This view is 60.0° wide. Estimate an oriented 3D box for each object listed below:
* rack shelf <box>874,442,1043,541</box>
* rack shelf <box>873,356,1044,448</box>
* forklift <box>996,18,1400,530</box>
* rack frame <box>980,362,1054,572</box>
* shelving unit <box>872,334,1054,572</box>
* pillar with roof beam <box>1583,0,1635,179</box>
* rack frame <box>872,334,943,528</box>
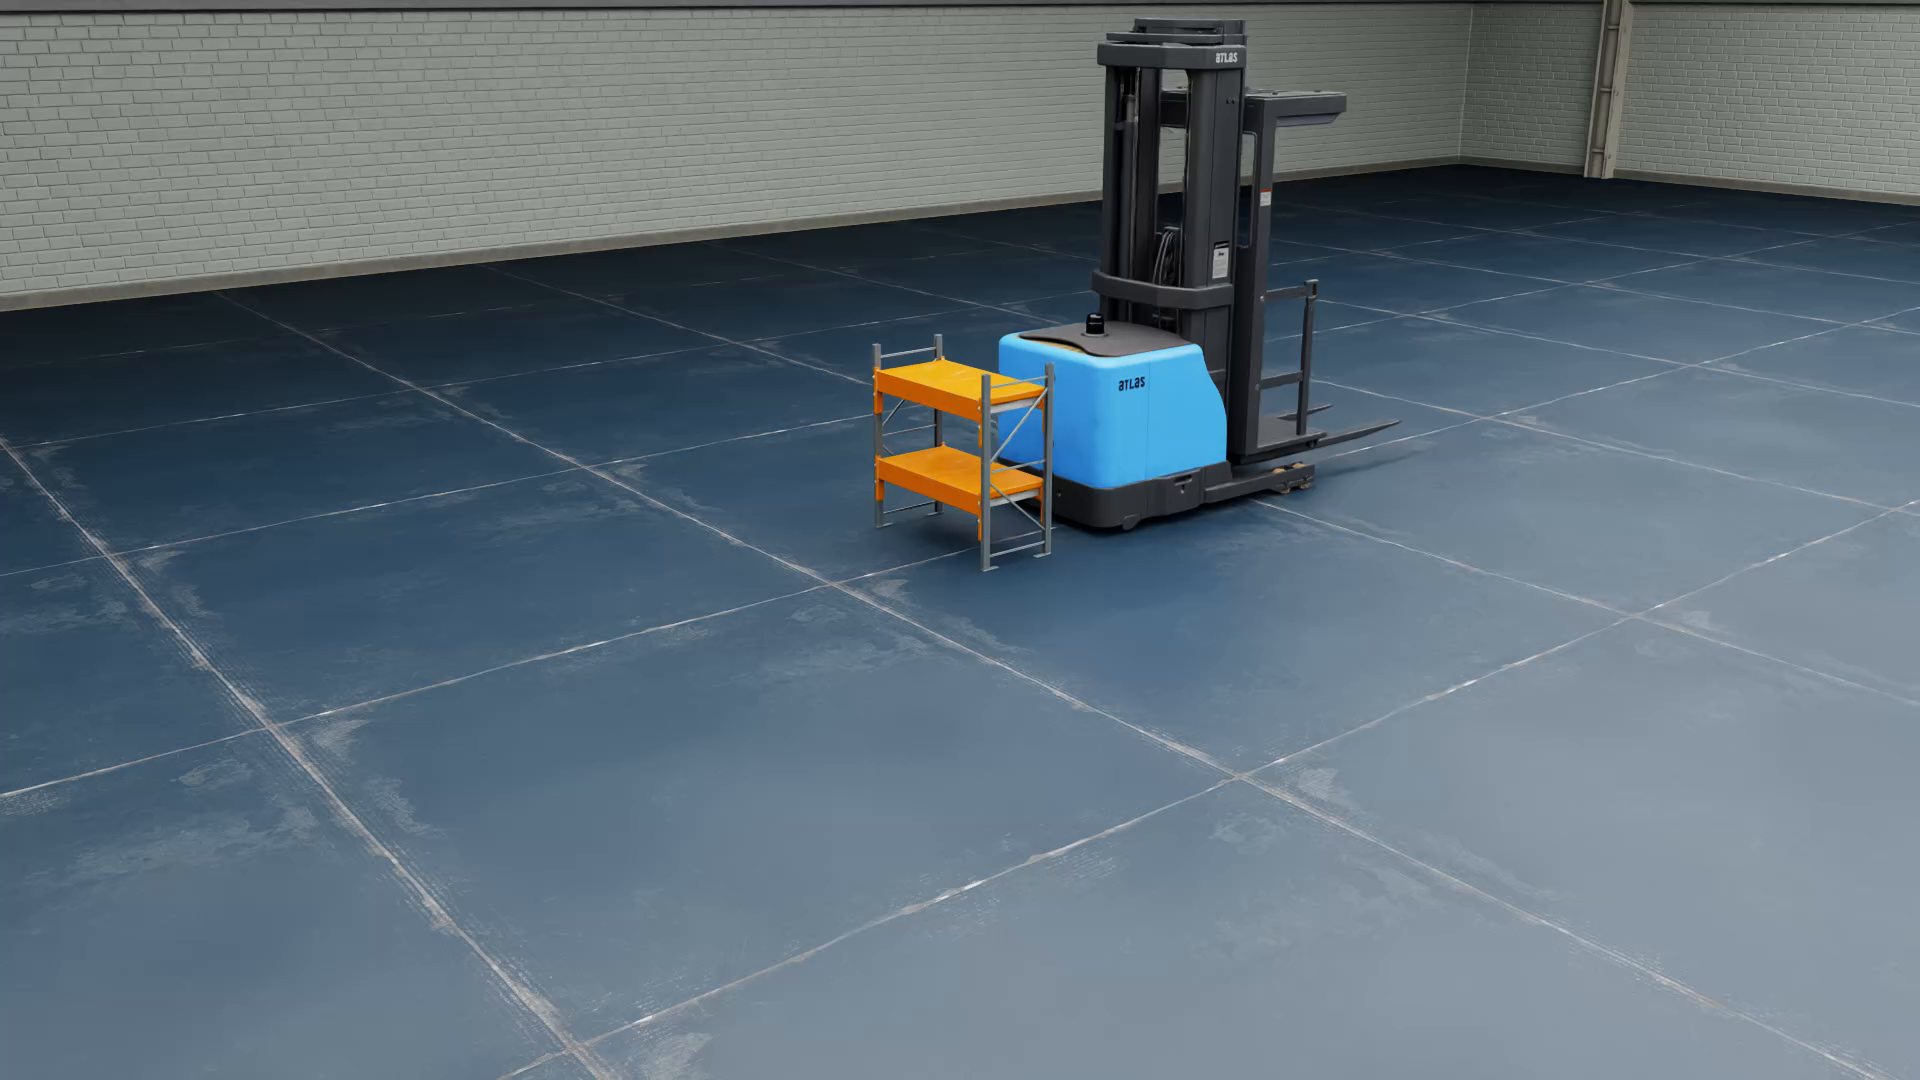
[{"bbox_3d":[0.004,-0.300,9.758,0.538,0.278,1.000,-14,23,-36],"label":"rack shelf"},{"bbox_3d":[0.004,-0.810,9.589,0.538,0.278,1.000,-14,23,-36],"label":"rack shelf"},{"bbox_3d":[1.698,-1.804,10.649,3.031,2.935,1.130,-14,23,-36],"label":"forklift"},{"bbox_3d":[0.320,-0.407,9.302,0.500,1.125,0.032,-14,23,-36],"label":"rack frame"},{"bbox_3d":[0.004,-0.532,9.681,0.538,1.125,1.048,-14,23,-36],"label":"shelving unit"},{"bbox_3d":[7.721,-9.735,24.946,9.100,9.000,0.400,-14,23,-36],"label":"pillar with roof beam"},{"bbox_3d":[-0.311,-0.658,10.059,0.500,1.125,0.032,-14,23,-36],"label":"rack frame"}]
